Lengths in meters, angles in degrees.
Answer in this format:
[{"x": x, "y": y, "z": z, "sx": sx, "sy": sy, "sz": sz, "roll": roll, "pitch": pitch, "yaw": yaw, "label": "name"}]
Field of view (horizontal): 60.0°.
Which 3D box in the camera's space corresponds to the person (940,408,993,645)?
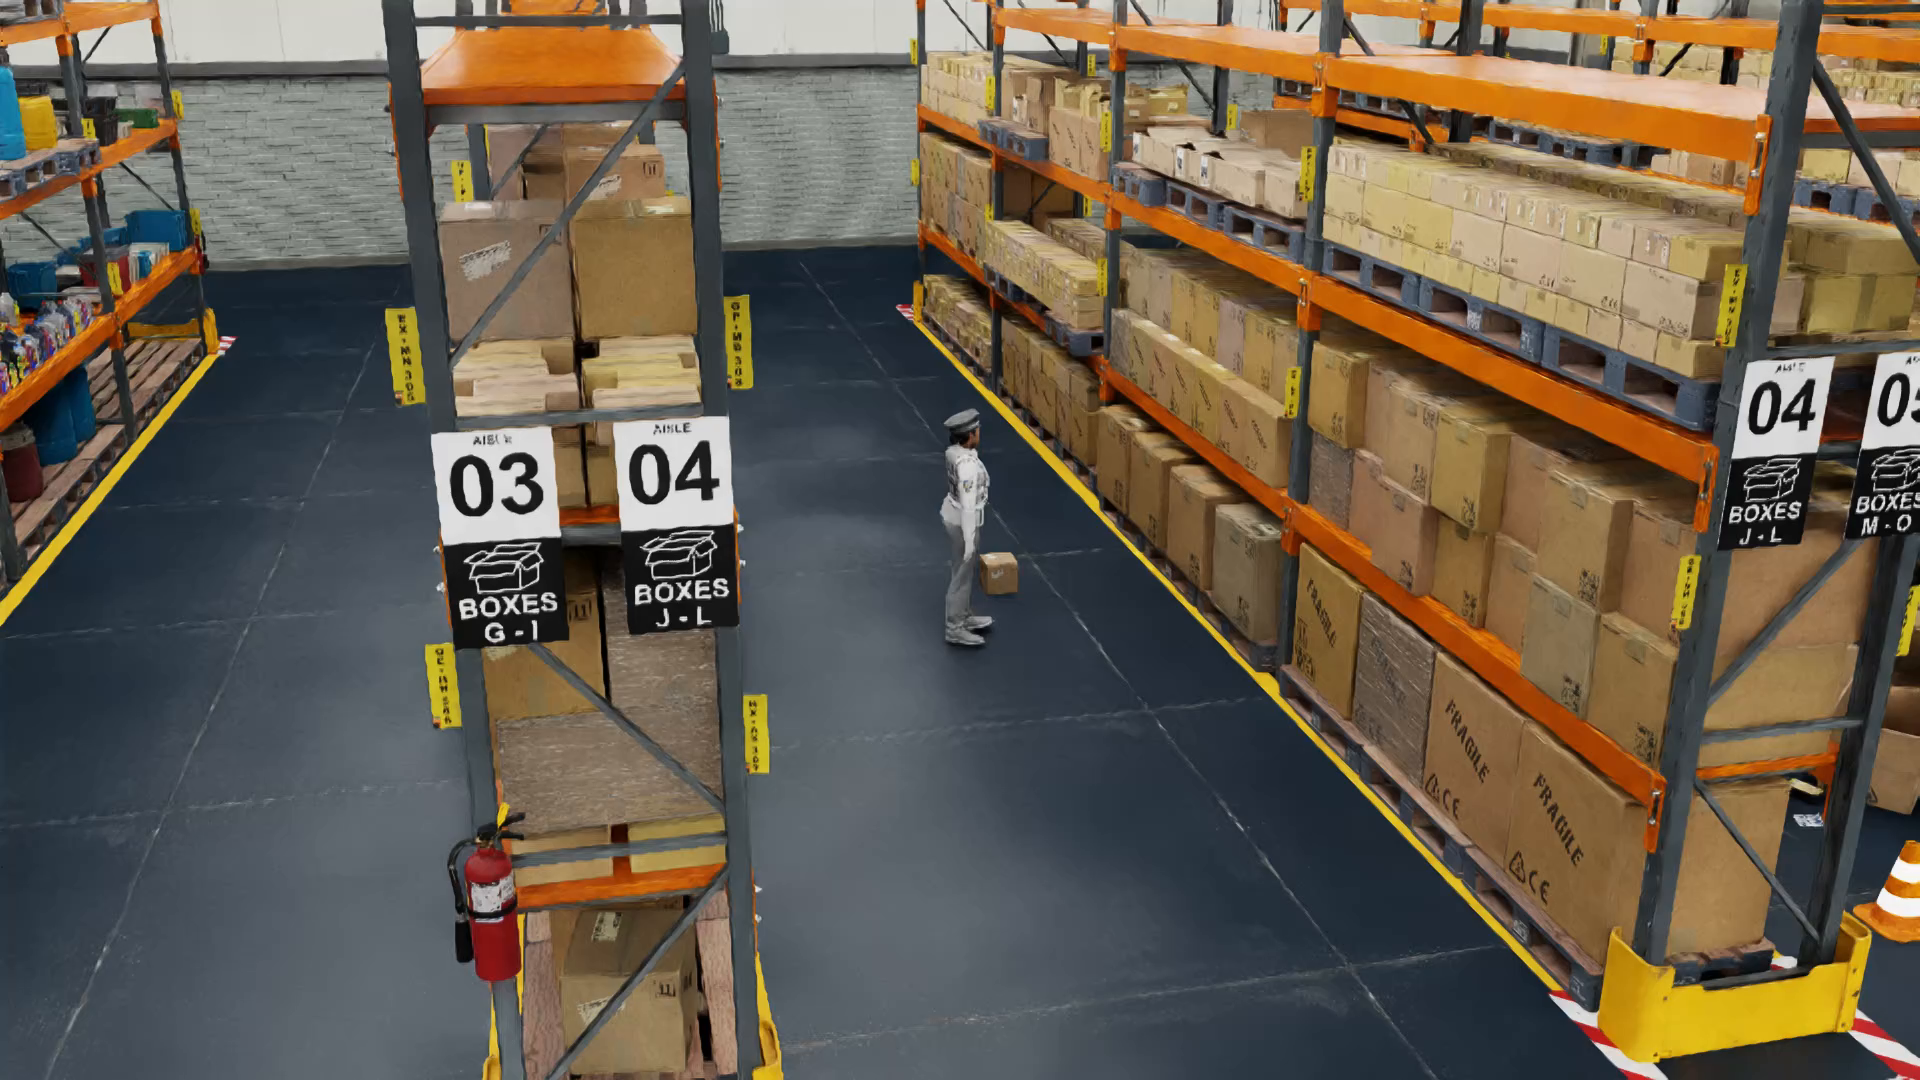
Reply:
[{"x": 0.074, "y": -0.098, "z": 11.759, "sx": 0.404, "sy": 1.685, "sz": 0.569, "roll": -4, "pitch": 20, "yaw": -12, "label": "person"}]
